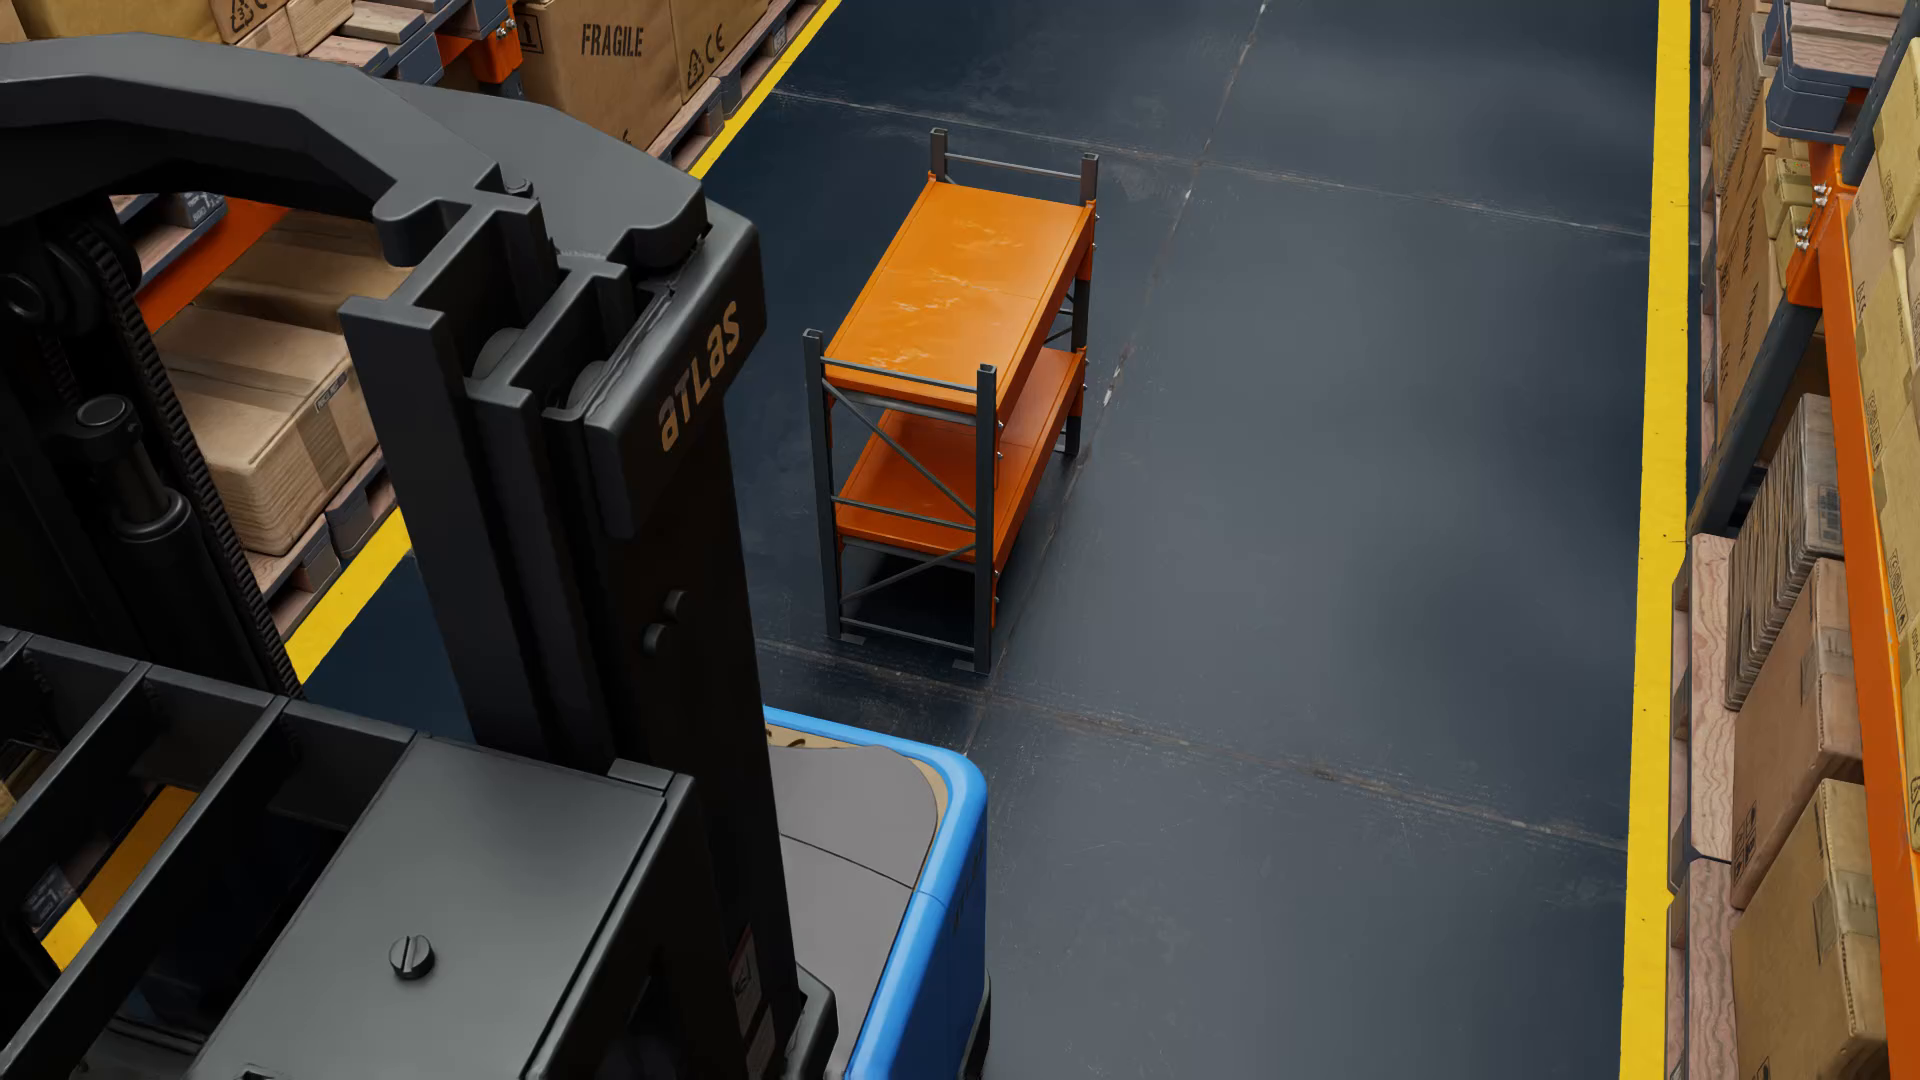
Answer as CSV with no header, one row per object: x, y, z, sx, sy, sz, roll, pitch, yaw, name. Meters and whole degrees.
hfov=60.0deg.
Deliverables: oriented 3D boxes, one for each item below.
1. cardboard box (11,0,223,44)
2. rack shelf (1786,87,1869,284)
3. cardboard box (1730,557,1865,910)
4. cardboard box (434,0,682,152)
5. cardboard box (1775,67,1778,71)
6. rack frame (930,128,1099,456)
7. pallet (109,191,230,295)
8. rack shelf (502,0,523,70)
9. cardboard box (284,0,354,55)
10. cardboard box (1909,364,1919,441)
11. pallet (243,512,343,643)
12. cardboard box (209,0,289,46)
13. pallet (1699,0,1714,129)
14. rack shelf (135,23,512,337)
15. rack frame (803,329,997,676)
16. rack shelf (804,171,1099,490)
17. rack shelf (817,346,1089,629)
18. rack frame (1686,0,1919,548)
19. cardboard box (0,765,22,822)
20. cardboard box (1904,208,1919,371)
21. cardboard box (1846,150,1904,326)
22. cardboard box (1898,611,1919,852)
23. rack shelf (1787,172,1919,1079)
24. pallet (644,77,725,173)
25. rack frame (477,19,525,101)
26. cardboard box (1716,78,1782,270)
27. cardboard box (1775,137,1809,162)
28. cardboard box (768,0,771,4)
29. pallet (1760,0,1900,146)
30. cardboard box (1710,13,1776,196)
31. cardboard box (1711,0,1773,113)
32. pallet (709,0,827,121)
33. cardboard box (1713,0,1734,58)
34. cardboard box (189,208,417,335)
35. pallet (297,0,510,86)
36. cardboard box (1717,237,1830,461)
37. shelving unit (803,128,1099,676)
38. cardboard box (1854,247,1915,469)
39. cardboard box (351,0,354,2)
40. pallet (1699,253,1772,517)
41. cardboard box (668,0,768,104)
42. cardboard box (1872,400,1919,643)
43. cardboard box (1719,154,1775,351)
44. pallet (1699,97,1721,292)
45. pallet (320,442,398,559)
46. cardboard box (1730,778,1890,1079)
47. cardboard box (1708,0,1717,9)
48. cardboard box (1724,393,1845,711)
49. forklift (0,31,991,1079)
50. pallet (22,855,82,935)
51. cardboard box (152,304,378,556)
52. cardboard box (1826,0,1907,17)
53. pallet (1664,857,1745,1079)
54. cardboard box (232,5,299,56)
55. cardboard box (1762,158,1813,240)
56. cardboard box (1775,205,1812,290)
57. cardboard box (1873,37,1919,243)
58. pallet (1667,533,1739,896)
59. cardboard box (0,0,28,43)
-2.126,-1.278,3.827,0.500,0.500,0.500,10,45,10,cardboard box
3.382,-2.059,5.724,1.077,0.370,4.000,13,46,13,rack shelf
2.384,0.566,3.925,0.875,0.625,0.625,14,46,14,cardboard box
-1.667,-1.865,6.230,0.875,0.875,0.875,12,46,12,cardboard box
3.113,-1.732,5.899,0.380,0.149,0.250,11,45,11,cardboard box
0.156,-0.745,5.207,0.500,1.125,0.032,13,46,13,rack frame
-2.516,-0.635,3.891,1.003,0.211,1.213,13,46,13,pallet
-1.350,-3.108,6.796,1.077,0.370,4.000,13,46,13,rack shelf
-1.876,-1.452,4.469,0.380,0.149,0.250,12,46,12,cardboard box
2.081,-0.185,3.045,0.500,0.250,0.500,11,46,11,cardboard box
-2.565,0.296,4.797,1.003,0.211,1.213,13,46,13,pallet
-1.974,-1.615,4.171,0.500,0.500,0.500,12,46,12,cardboard box
3.777,-2.102,7.248,1.003,0.211,1.213,13,46,13,pallet
-2.561,-0.442,4.071,1.077,0.370,4.000,13,46,13,rack shelf
-0.152,-0.068,4.515,0.500,1.125,0.032,13,46,13,rack frame
0.002,-0.616,4.656,0.538,0.278,1.000,13,46,13,rack shelf
0.002,-0.232,5.032,0.538,0.278,1.000,13,46,13,rack shelf
2.776,-0.983,4.110,1.000,3.000,0.127,13,46,13,rack frame
-2.796,0.593,4.077,0.950,0.372,0.625,15,46,15,cardboard box
2.256,-0.531,3.397,0.500,0.250,0.500,14,46,14,cardboard box
2.409,-0.685,3.913,0.500,0.250,0.500,13,46,13,cardboard box
1.944,0.339,2.866,0.500,0.250,0.500,14,46,14,cardboard box
2.171,0.607,2.999,1.077,0.370,4.000,13,46,13,rack shelf
-1.645,-1.545,6.678,1.003,0.211,1.213,13,46,13,pallet
-1.956,-2.032,5.182,1.000,3.000,0.127,13,46,13,rack frame
3.017,-1.248,5.867,0.500,0.500,0.500,14,46,14,cardboard box
2.859,-1.209,5.364,0.380,0.149,0.250,11,45,11,cardboard box
-1.122,-3.055,7.446,0.875,0.875,0.875,14,46,14,cardboard box
2.915,-1.381,4.654,1.213,0.211,1.003,13,46,13,pallet
3.156,-1.598,6.225,0.500,0.500,0.500,11,45,11,cardboard box
3.319,-1.942,6.577,0.500,0.500,0.500,11,45,11,cardboard box
-1.274,-2.355,7.506,1.003,0.211,1.213,13,46,13,pallet
3.475,-2.274,6.916,0.500,0.500,0.500,12,46,12,cardboard box
-2.136,-0.868,5.571,0.950,0.372,0.625,10,45,10,cardboard box
-2.070,-1.466,4.740,1.213,0.211,1.003,13,46,13,pallet
2.699,-0.567,5.172,0.500,0.500,0.500,14,46,14,cardboard box
0.002,-0.407,4.861,0.538,1.125,1.048,13,46,13,shelving unit
2.252,-0.351,3.571,0.500,0.250,0.500,12,46,12,cardboard box
-1.843,-1.630,4.650,0.380,0.149,0.250,13,46,13,cardboard box
3.038,-0.476,5.585,1.003,0.211,1.213,13,46,13,pallet
-1.393,-2.459,6.837,0.875,0.875,0.875,13,46,13,cardboard box
2.103,-0.006,3.219,0.500,0.250,0.500,11,45,11,cardboard box
2.861,-0.898,5.510,0.500,0.500,0.500,12,46,12,cardboard box
3.410,-1.286,6.414,1.003,0.211,1.213,13,46,13,pallet
-2.194,-0.515,5.625,1.003,0.211,1.213,13,46,13,pallet
2.180,1.015,3.466,0.875,0.625,0.625,11,45,11,cardboard box
3.627,-2.631,7.281,0.500,0.500,0.500,14,46,14,cardboard box
2.574,0.129,4.372,0.875,0.625,0.625,14,46,14,cardboard box
-0.841,1.041,2.091,1.130,2.935,3.031,12,46,12,forklift
-2.933,1.112,3.963,1.003,0.211,1.213,13,46,13,pallet
-2.352,-0.375,5.067,0.950,0.372,0.625,12,46,12,cardboard box
2.609,-1.562,4.581,0.380,0.149,0.250,13,46,13,cardboard box
2.118,1.365,3.704,1.003,0.211,1.213,13,46,13,pallet
-1.960,-1.286,4.299,0.380,0.149,0.250,11,45,11,cardboard box
2.738,-1.043,5.194,0.380,0.149,0.250,10,45,10,cardboard box
2.684,-0.854,5.002,0.380,0.149,0.250,10,45,11,cardboard box
2.385,-0.869,3.743,0.500,0.250,0.500,12,46,12,cardboard box
2.490,0.554,4.533,1.003,0.211,1.213,13,46,13,pallet
-2.292,-0.915,3.456,0.500,0.500,0.500,11,45,11,cardboard box
